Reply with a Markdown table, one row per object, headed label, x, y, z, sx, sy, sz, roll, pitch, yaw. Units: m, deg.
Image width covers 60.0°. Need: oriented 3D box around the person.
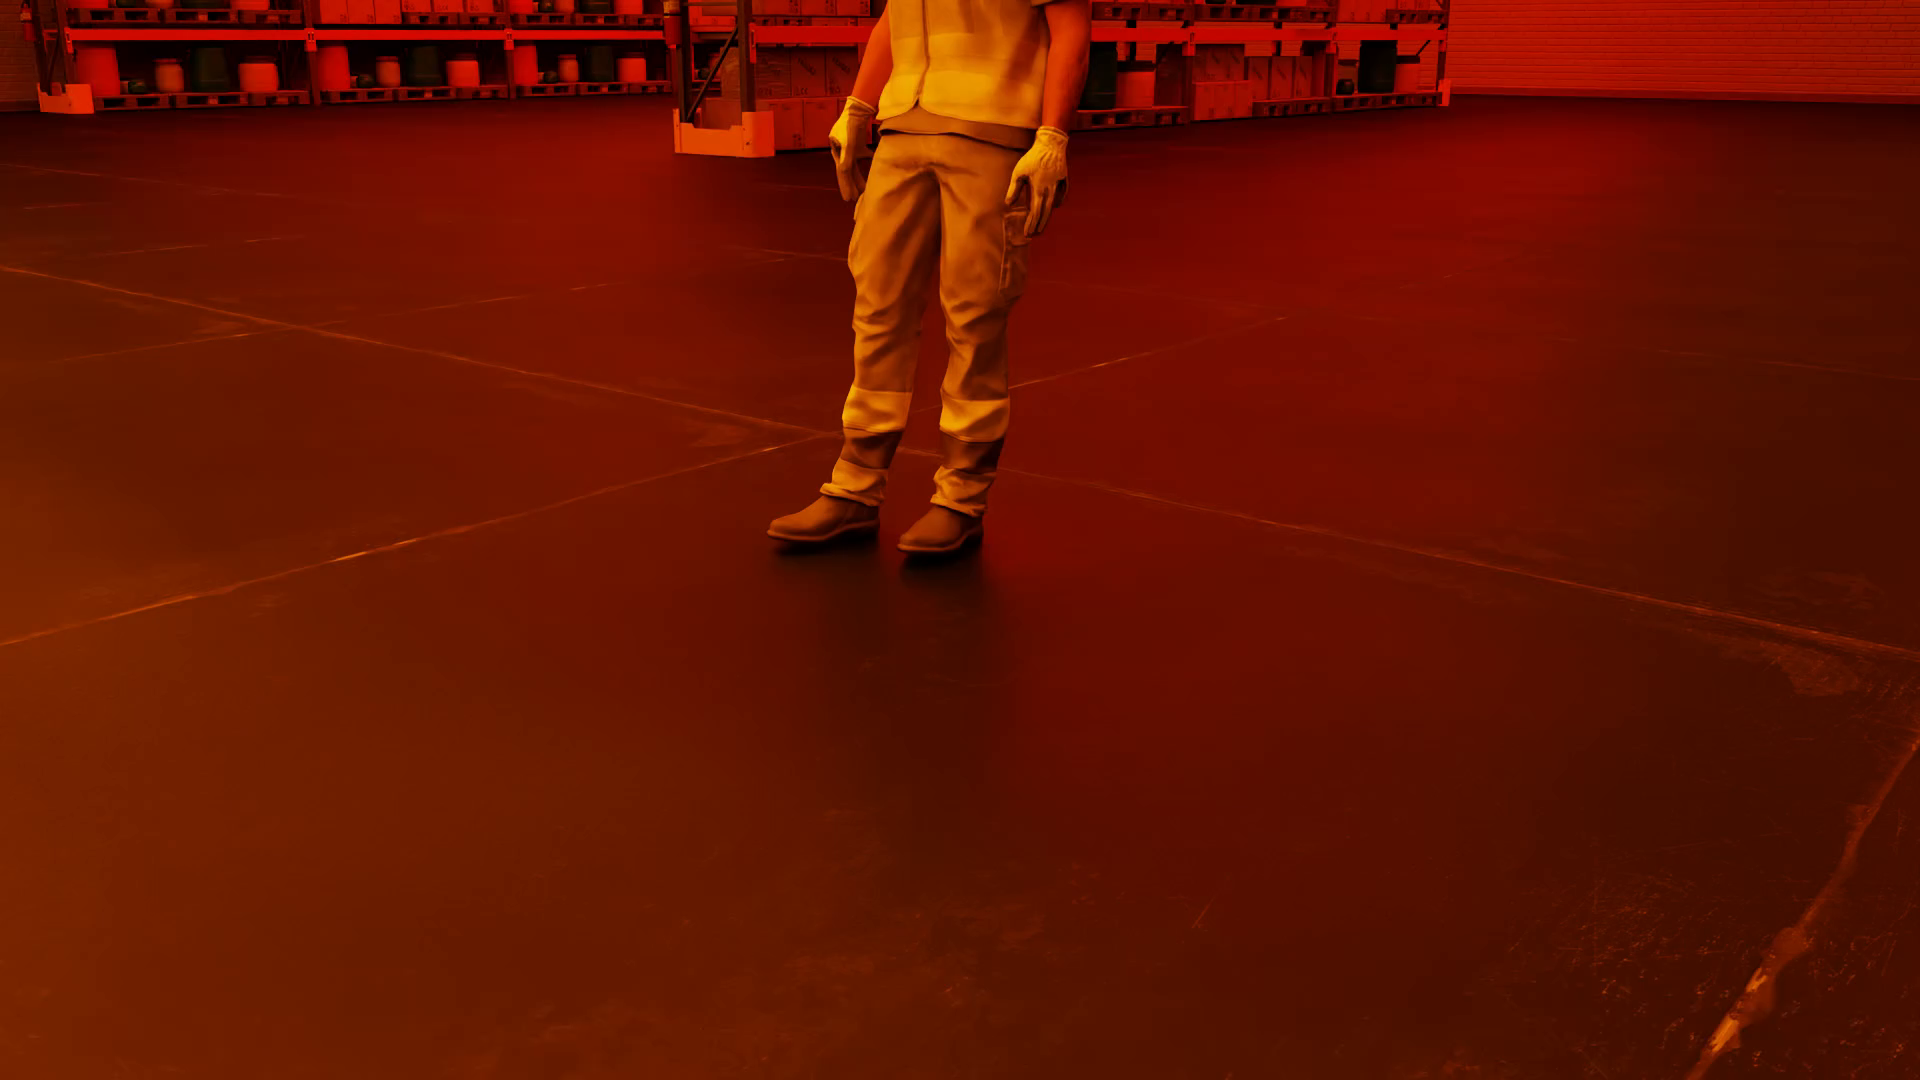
| label | x | y | z | sx | sy | sz | roll | pitch | yaw |
| --- | --- | --- | --- | --- | --- | --- | --- | --- | --- |
| person | -0.061 | -0.847 | 3.628 | 0.637 | 1.790 | 0.562 | 13 | 21 | 37 |
